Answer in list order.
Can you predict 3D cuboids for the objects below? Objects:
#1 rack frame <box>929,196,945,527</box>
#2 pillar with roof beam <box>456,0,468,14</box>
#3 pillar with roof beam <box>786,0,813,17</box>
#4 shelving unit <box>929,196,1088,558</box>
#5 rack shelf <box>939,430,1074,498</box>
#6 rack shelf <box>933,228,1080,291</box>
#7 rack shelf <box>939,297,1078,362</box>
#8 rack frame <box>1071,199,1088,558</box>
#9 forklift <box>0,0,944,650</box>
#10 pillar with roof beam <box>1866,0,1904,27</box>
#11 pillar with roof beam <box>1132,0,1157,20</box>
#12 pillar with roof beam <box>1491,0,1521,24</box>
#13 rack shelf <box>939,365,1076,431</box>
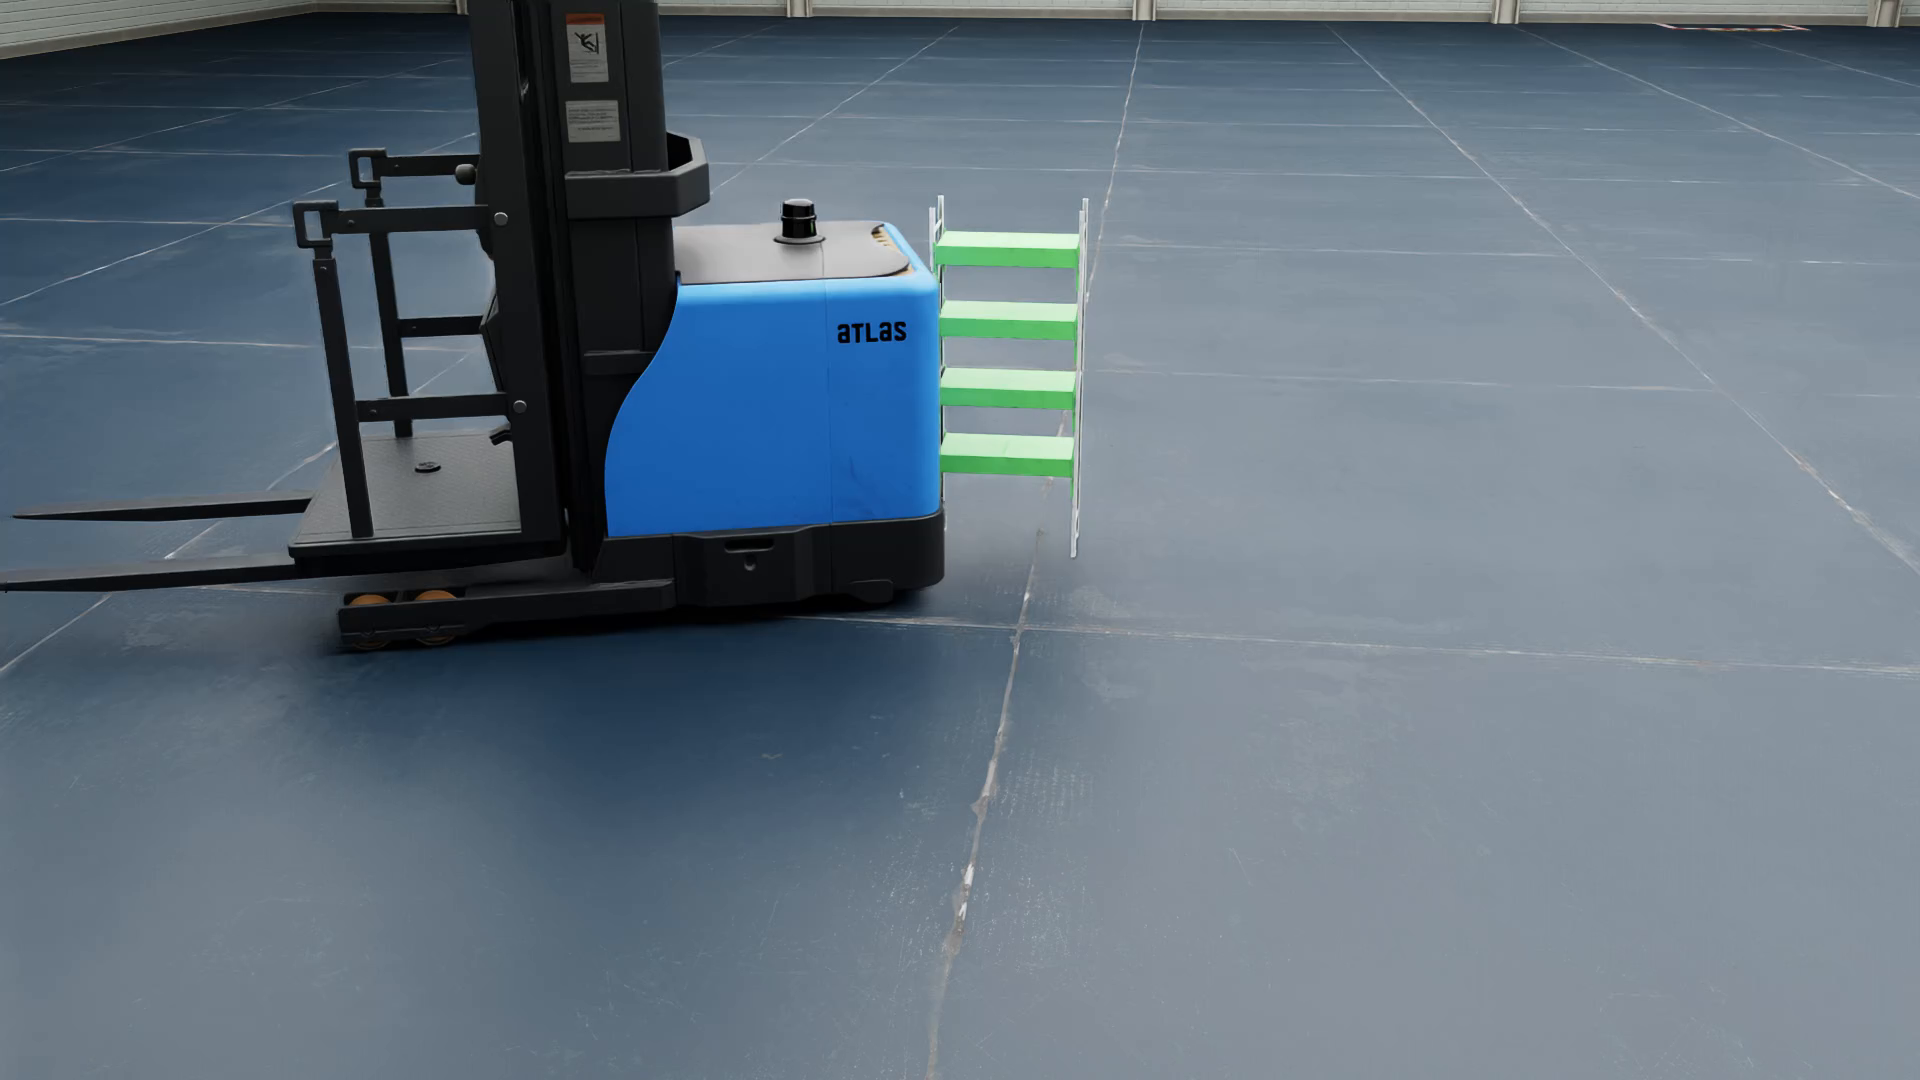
[{"bbox_3d":[-0.078,-0.561,5.728,0.015,1.200,0.240,2,22,6],"label":"rack frame"},{"bbox_3d":[-9.269,-12.050,24.179,0.400,9.000,9.100,2,22,6],"label":"pillar with roof beam"},{"bbox_3d":[-3.311,-11.790,23.523,0.400,9.000,9.100,2,22,6],"label":"pillar with roof beam"},{"bbox_3d":[0.164,-0.551,5.701,0.503,1.200,0.258,2,22,6],"label":"shelving unit"},{"bbox_3d":[0.164,-0.268,5.813,0.480,0.148,0.258,2,22,6],"label":"rack shelf"},{"bbox_3d":[0.164,-0.938,5.548,0.480,0.148,0.258,2,22,6],"label":"rack shelf"},{"bbox_3d":[0.164,-0.715,5.636,0.480,0.148,0.258,2,22,6],"label":"rack shelf"},{"bbox_3d":[0.407,-0.540,5.674,0.015,1.200,0.240,2,22,6],"label":"rack frame"},{"bbox_3d":[-1.620,-1.236,5.081,3.031,2.935,1.130,-4,22,-10],"label":"forklift"},{"bbox_3d":[14.564,-11.011,21.553,0.400,9.000,9.100,2,22,6],"label":"pillar with roof beam"},{"bbox_3d":[2.648,-11.531,22.866,0.400,9.000,9.100,2,22,6],"label":"pillar with roof beam"},{"bbox_3d":[8.606,-11.271,22.209,0.400,9.000,9.100,2,22,6],"label":"pillar with roof beam"},{"bbox_3d":[0.164,-0.491,5.725,0.480,0.148,0.258,2,22,6],"label":"rack shelf"}]
